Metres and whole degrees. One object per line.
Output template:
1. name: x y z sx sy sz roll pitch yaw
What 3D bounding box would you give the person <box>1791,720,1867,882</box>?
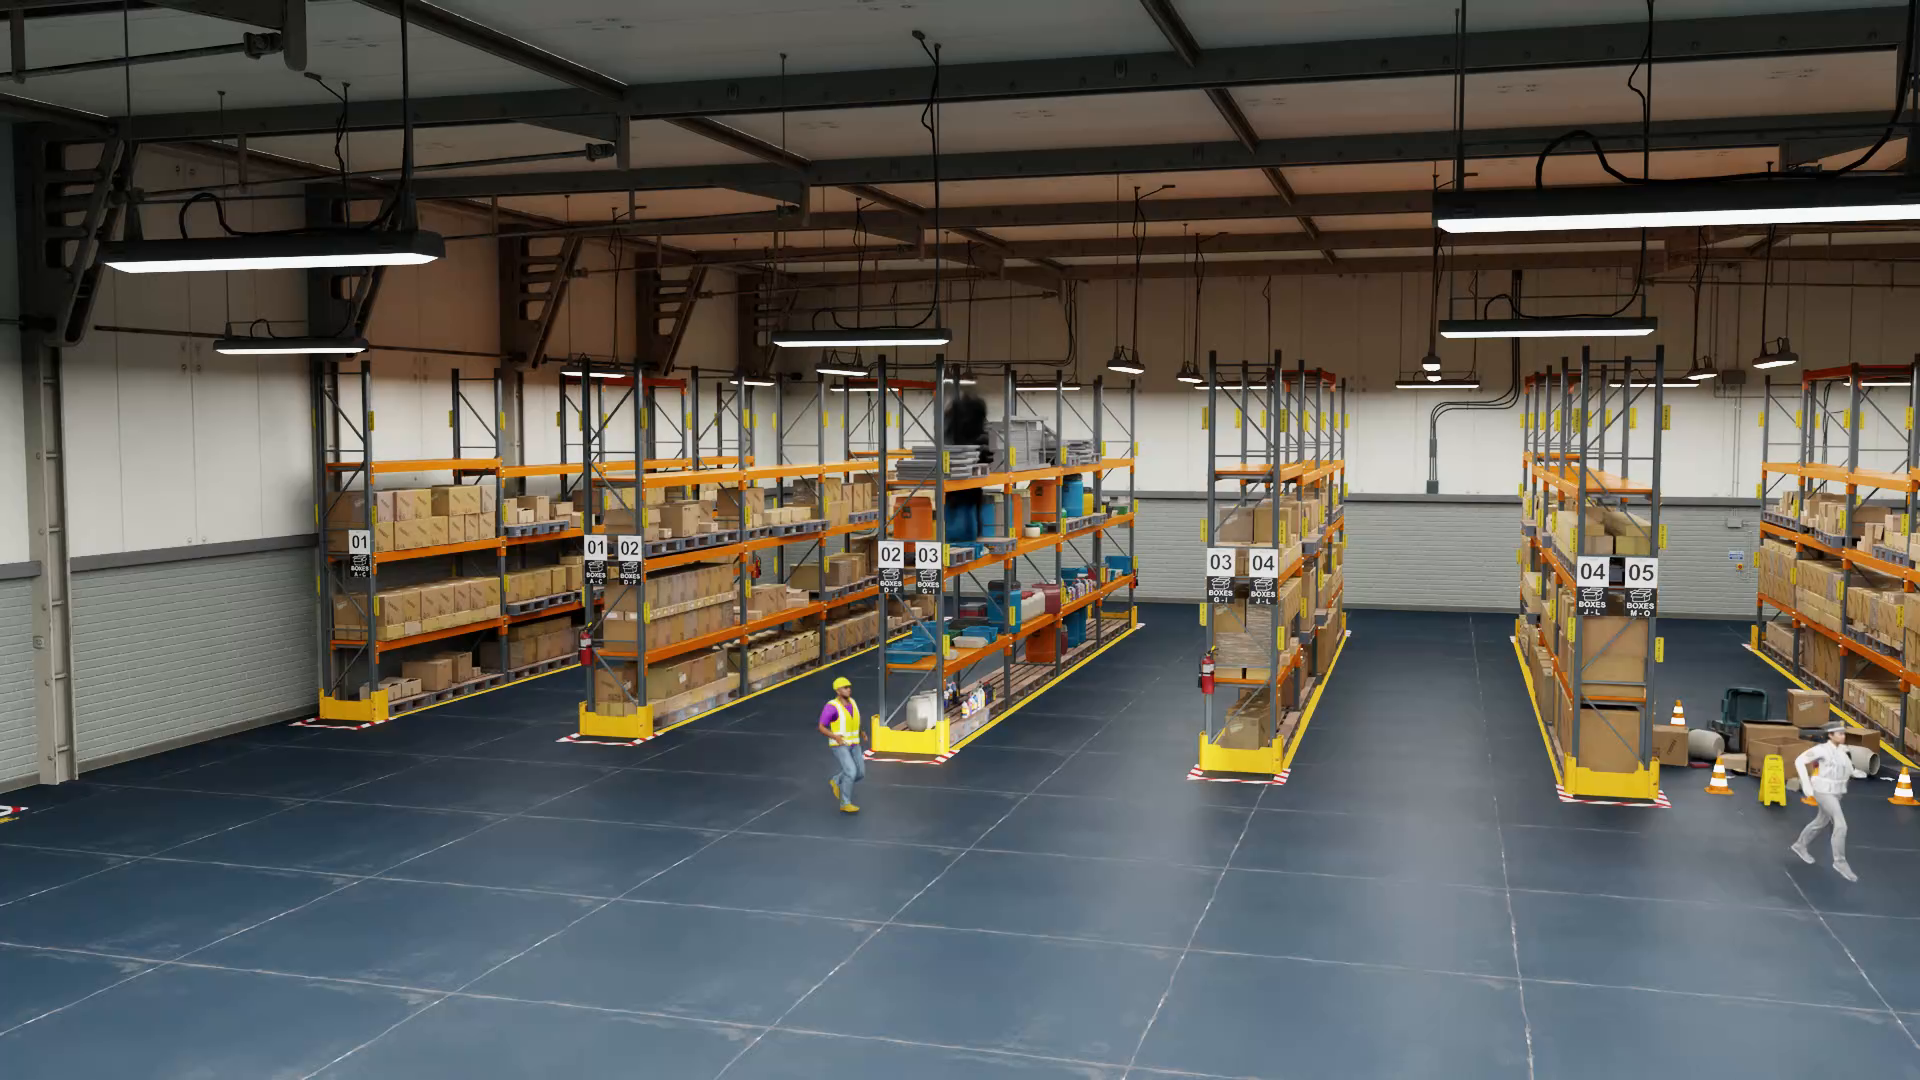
1. person: 9.604 2.834 18.407 0.581 1.738 0.849 -2 5 -31

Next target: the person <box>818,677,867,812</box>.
1. person: -1.513 2.617 21.359 0.609 1.717 0.688 4 5 41
